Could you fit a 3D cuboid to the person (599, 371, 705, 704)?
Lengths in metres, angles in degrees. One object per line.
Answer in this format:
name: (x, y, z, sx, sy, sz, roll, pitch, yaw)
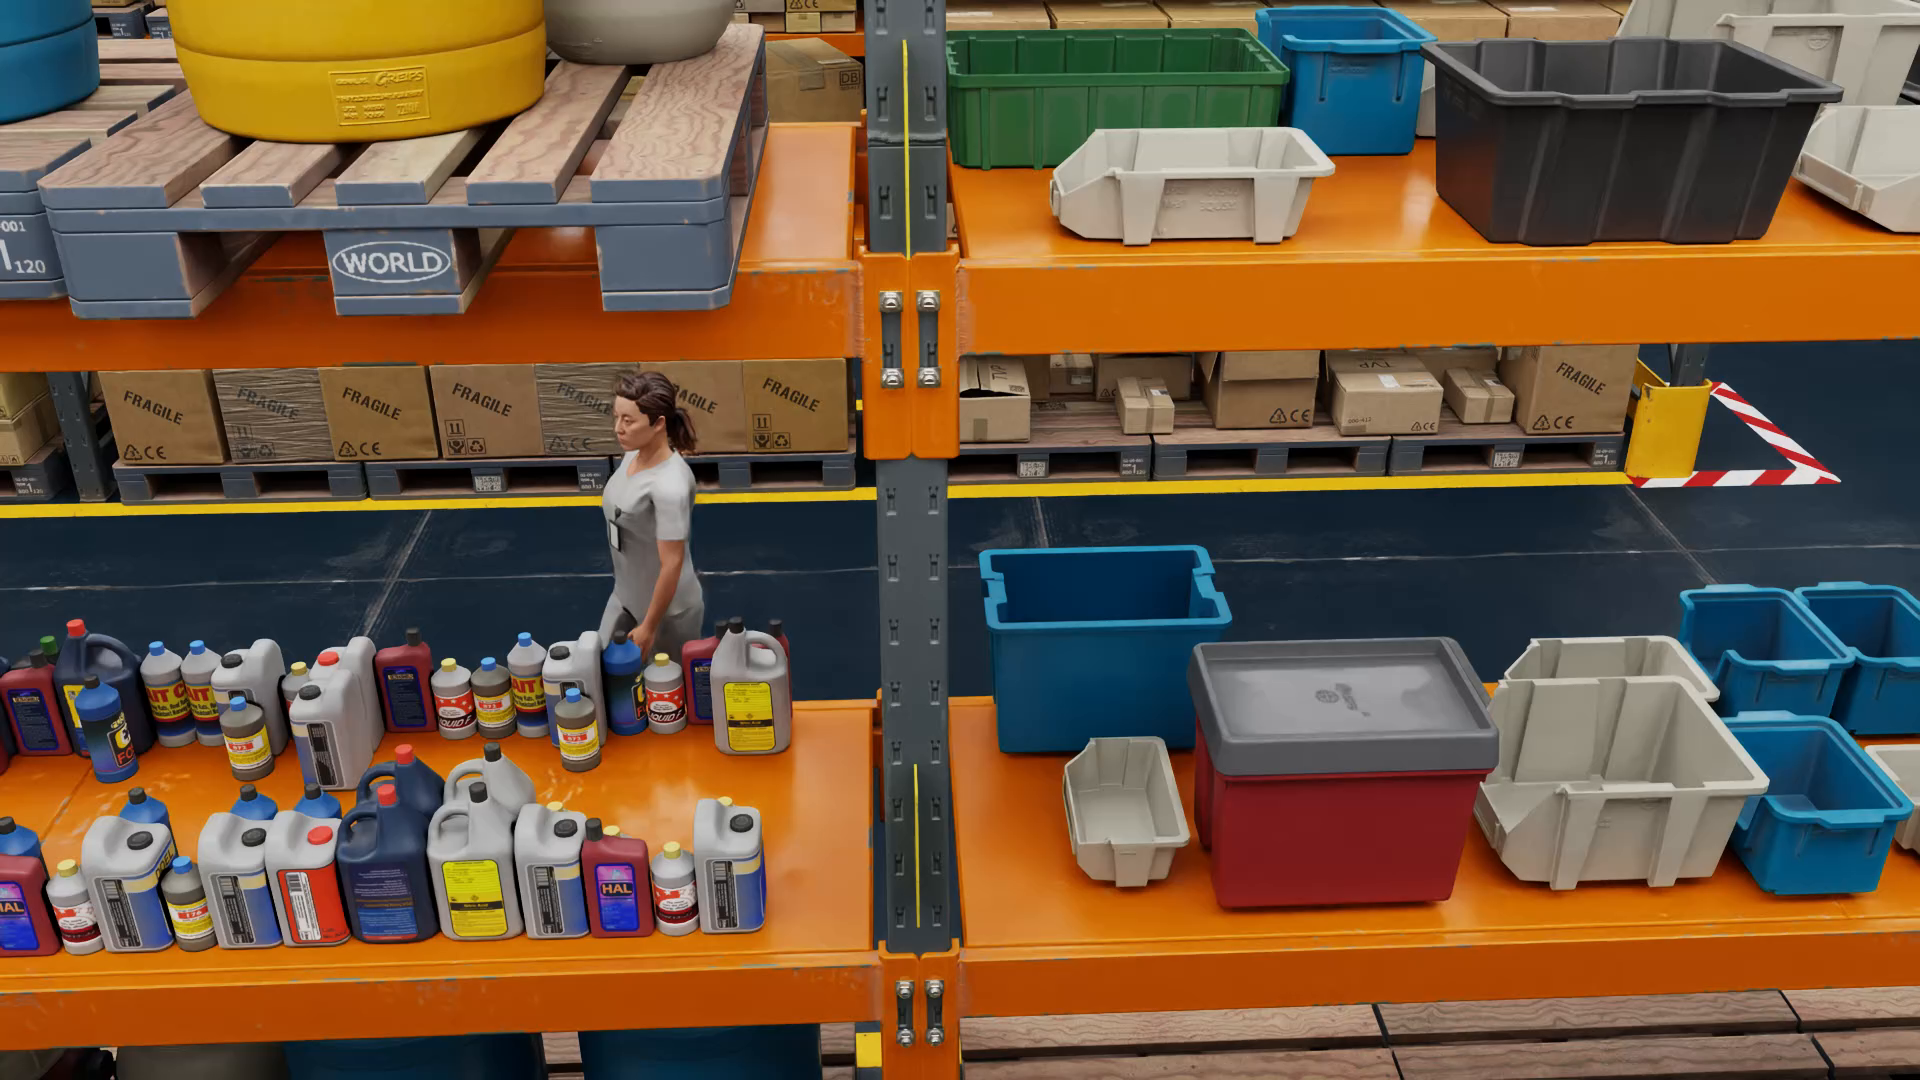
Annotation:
person: (-1.098, 0.258, 5.686, 0.567, 1.731, 0.492, -15, 31, -26)
